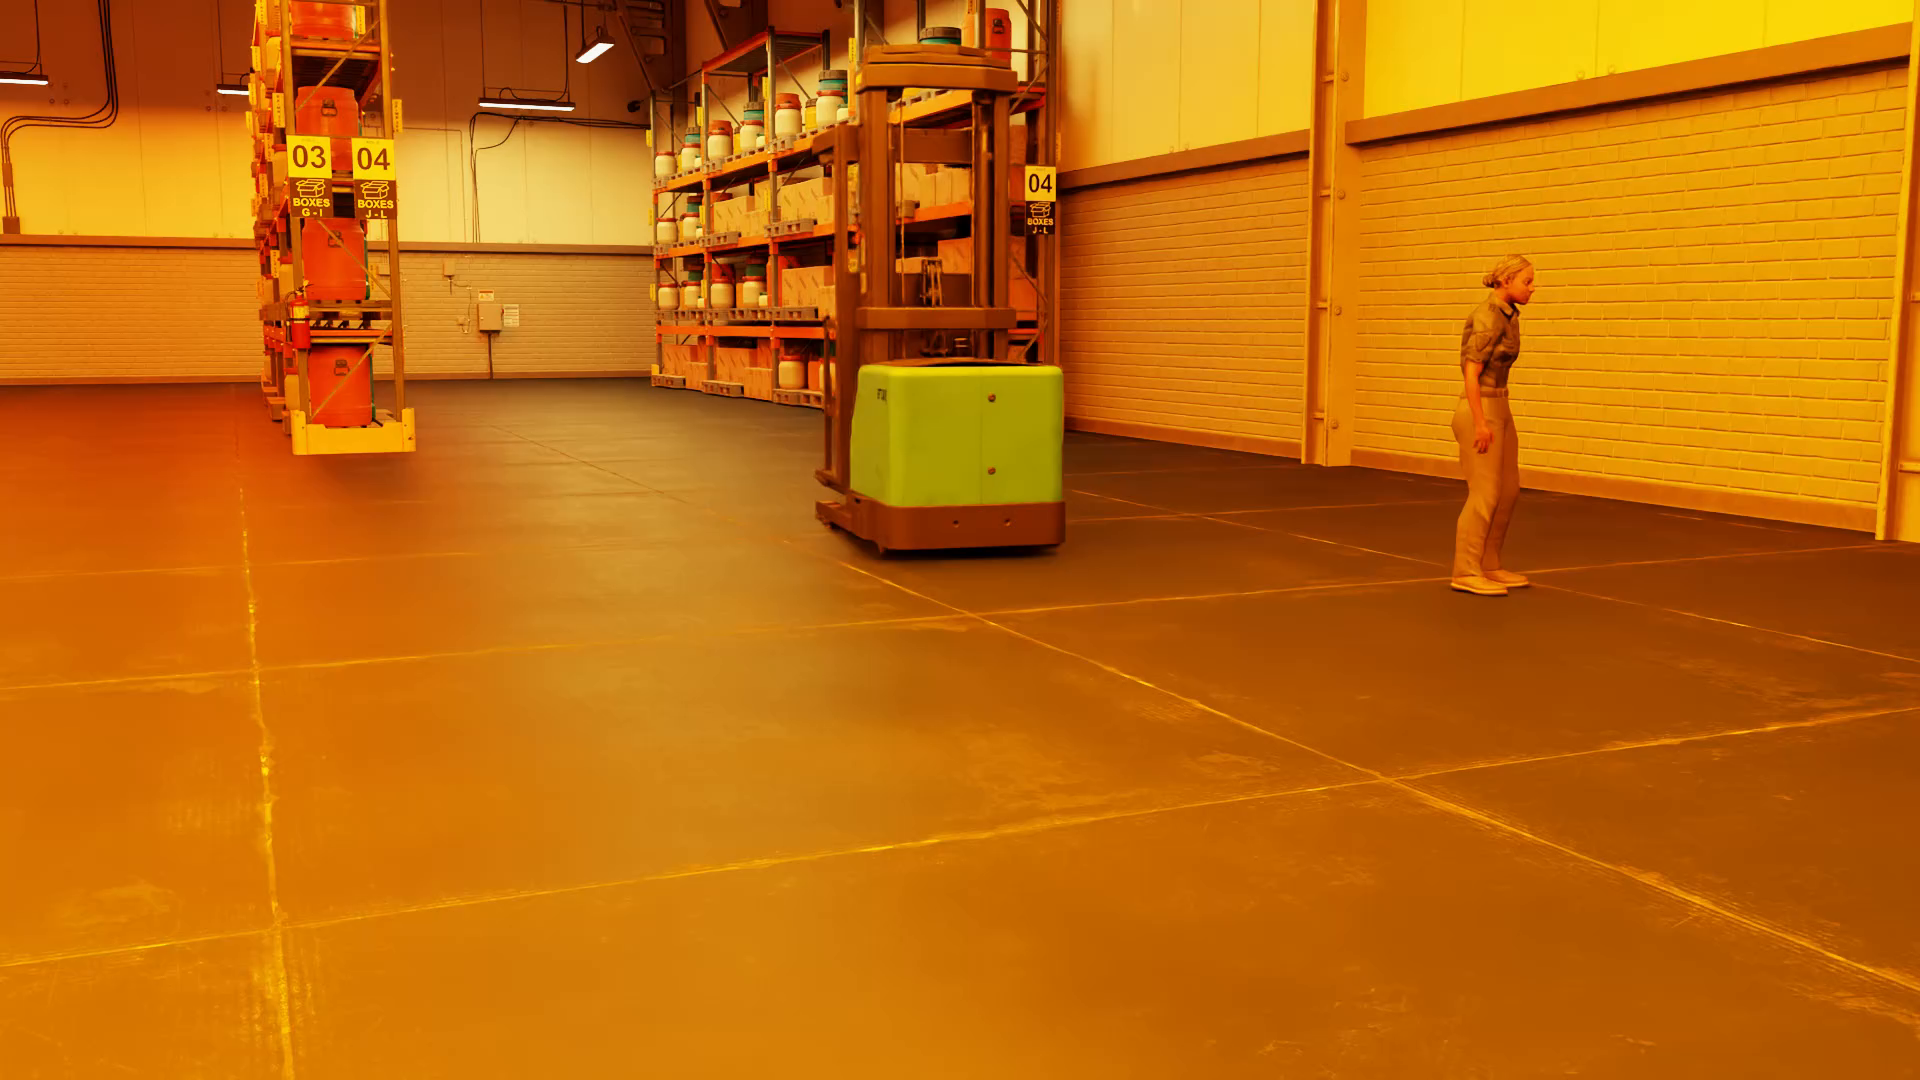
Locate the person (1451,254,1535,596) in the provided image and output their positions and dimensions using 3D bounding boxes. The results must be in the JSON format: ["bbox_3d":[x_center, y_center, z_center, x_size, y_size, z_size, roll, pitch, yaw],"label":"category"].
[{"bbox_3d":[2.631,-0.578,8.226,0.349,1.654,0.507,5,9,34],"label":"person"}]

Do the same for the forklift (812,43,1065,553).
[{"bbox_3d":[-0.308,-1.532,10.559,1.130,2.935,3.031,-2,8,-16],"label":"forklift"}]
